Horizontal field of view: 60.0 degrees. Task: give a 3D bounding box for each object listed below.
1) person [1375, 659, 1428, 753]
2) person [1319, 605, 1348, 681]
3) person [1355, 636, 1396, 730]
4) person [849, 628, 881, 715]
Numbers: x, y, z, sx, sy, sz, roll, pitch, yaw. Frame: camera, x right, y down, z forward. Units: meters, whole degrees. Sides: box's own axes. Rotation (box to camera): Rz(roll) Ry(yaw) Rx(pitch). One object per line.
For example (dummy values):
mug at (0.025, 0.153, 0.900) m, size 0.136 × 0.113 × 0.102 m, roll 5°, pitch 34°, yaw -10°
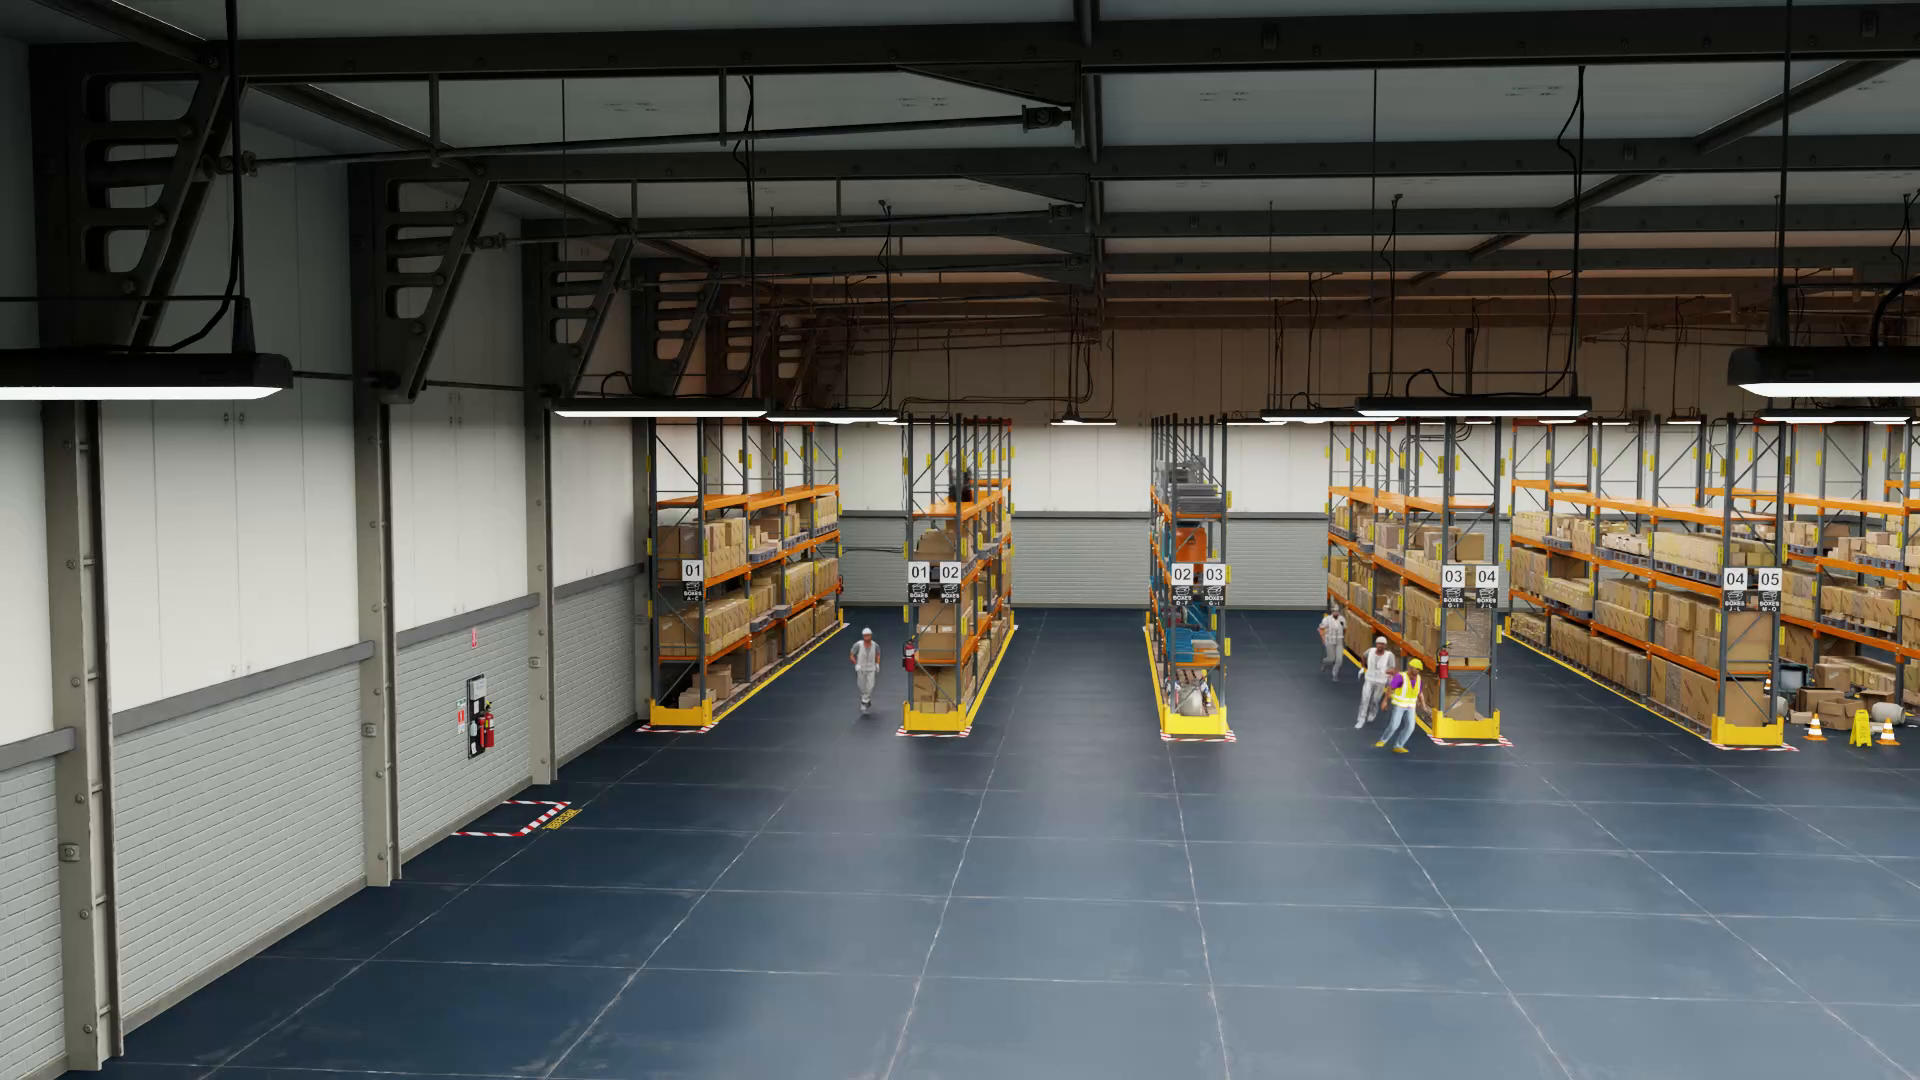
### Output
person at (7.778, 2.903, 29.226) m, size 0.840 × 1.683 × 0.697 m, roll -1°, pitch 4°, yaw -19°
person at (8.535, 2.314, 37.975) m, size 0.674 × 1.729 × 0.637 m, roll -1°, pitch 4°, yaw -8°
person at (7.964, 2.703, 31.825) m, size 0.727 × 1.763 × 0.836 m, roll 1°, pitch 4°, yaw 18°
person at (-1.904, 2.614, 33.403) m, size 0.644 × 1.735 × 0.675 m, roll -1°, pitch 4°, yaw -8°
